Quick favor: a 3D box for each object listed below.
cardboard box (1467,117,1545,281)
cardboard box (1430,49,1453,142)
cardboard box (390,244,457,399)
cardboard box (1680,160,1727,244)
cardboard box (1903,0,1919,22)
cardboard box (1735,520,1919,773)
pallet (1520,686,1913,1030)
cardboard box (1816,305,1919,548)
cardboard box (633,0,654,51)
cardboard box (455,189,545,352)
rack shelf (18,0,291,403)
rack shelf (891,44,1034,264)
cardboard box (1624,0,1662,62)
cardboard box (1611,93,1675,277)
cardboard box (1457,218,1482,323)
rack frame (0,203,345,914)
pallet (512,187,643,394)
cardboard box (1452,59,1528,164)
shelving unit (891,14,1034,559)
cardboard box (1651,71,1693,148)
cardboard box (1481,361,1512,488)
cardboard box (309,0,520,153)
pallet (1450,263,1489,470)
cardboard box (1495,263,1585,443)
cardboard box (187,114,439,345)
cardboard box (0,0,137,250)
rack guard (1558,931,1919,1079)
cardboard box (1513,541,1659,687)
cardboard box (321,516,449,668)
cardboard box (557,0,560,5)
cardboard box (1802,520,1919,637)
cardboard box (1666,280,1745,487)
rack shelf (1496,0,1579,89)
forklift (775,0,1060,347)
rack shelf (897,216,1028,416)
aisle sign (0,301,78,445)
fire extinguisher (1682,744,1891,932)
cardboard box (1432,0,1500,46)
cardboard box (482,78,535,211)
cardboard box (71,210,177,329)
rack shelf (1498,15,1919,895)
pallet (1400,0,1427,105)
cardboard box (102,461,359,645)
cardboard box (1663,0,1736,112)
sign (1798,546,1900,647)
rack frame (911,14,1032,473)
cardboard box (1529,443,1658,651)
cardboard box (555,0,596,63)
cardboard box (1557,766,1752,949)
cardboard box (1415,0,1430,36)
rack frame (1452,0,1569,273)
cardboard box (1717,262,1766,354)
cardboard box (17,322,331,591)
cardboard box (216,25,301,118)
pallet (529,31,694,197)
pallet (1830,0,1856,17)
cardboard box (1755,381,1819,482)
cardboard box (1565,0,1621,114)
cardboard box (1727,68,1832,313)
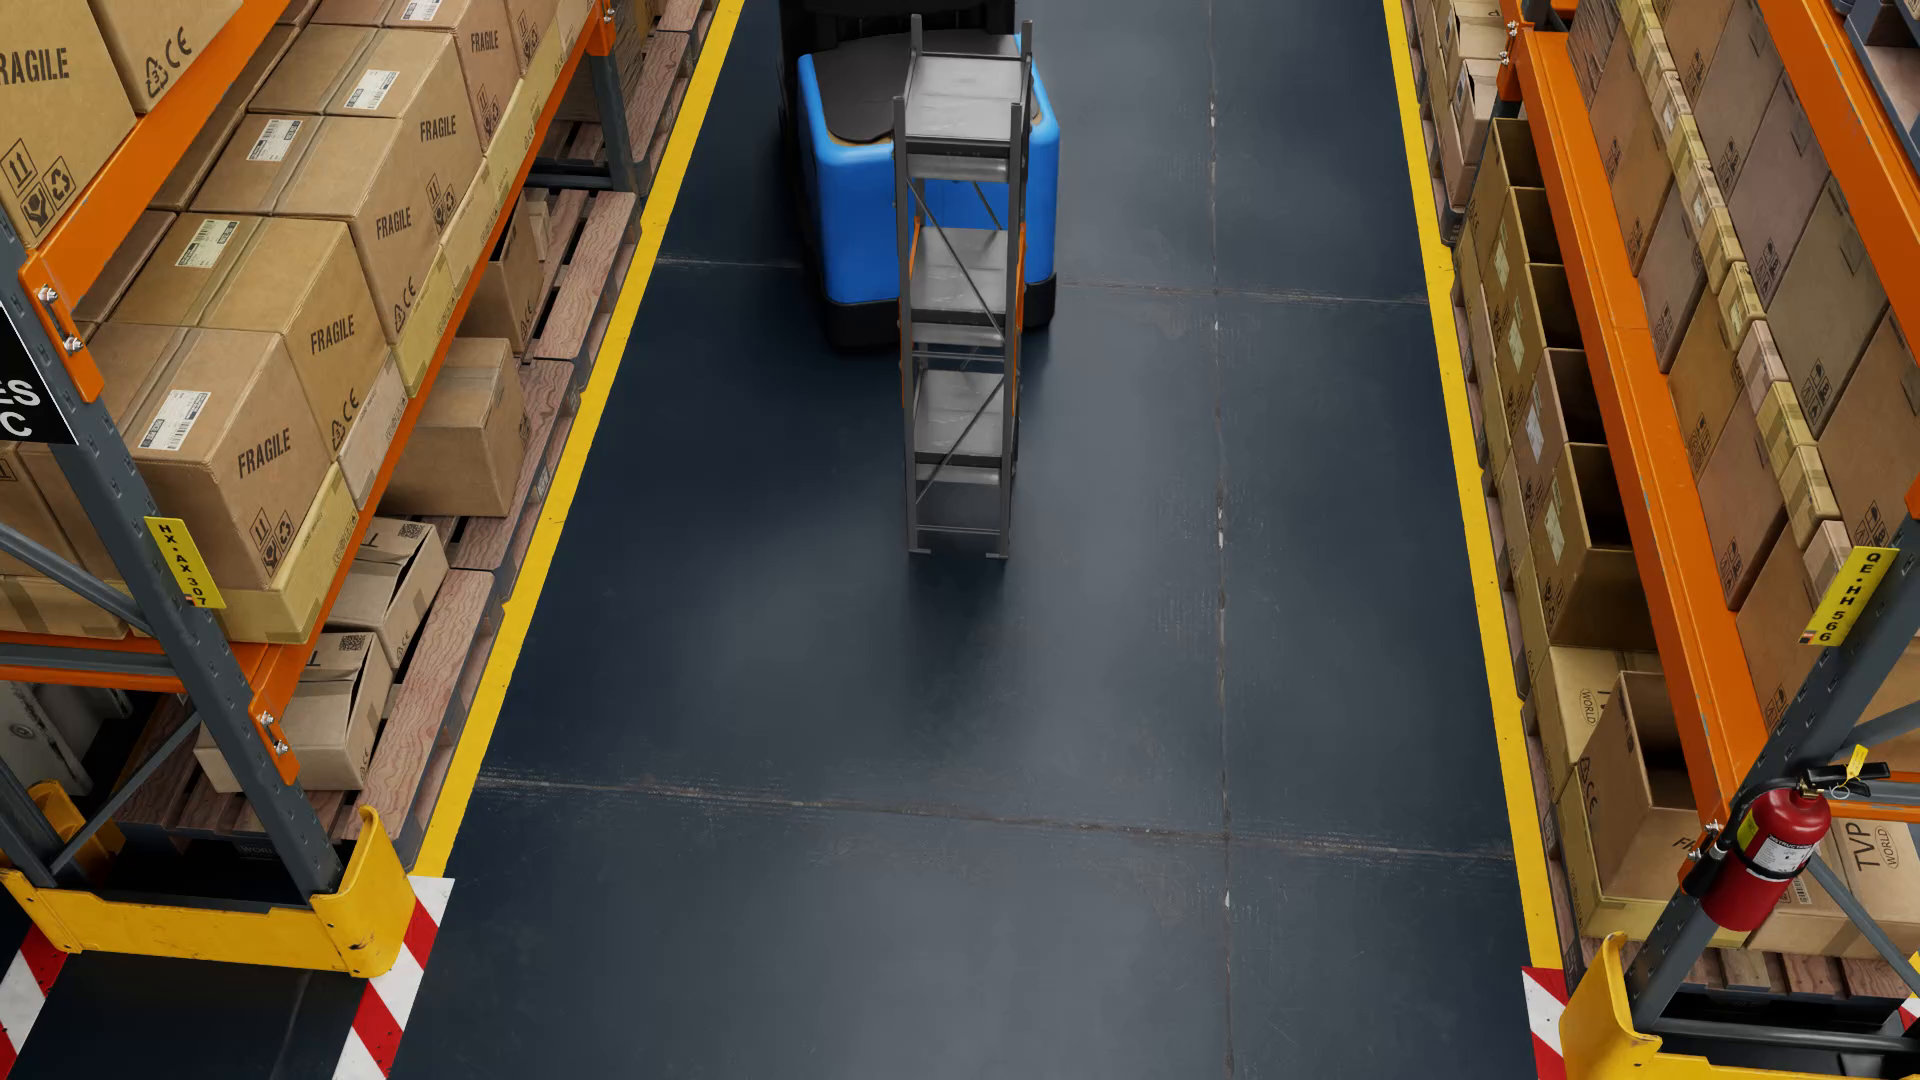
[{"bbox_3d":[2.503,-1.442,7.106,0.500,0.500,0.500,4,48,4],"label":"cardboard box"},{"bbox_3d":[2.654,-2.204,8.312,0.500,0.250,0.500,3,48,3],"label":"cardboard box"},{"bbox_3d":[-1.995,-0.736,5.478,0.500,0.250,0.500,3,48,3],"label":"cardboard box"},{"bbox_3d":[2.477,-1.042,5.162,0.380,0.149,0.250,3,48,3],"label":"cardboard box"},{"bbox_3d":[2.335,-1.370,3.660,0.500,0.250,0.500,4,48,4],"label":"cardboard box"},{"bbox_3d":[2.548,0.269,4.404,0.700,0.500,0.500,4,48,4],"label":"cardboard box"},{"bbox_3d":[2.520,1.021,5.673,1.003,0.211,1.213,4,48,4],"label":"pallet"},{"bbox_3d":[2.553,-0.208,3.961,0.700,0.500,0.500,4,48,4],"label":"cardboard box"},{"bbox_3d":[-2.029,-2.855,8.724,0.700,0.500,0.500,3,48,3],"label":"cardboard box"},{"bbox_3d":[-2.131,-1.165,7.178,0.500,0.500,0.500,1,48,1],"label":"cardboard box"},{"bbox_3d":[-2.259,-1.925,4.933,1.077,0.370,4.000,4,48,4],"label":"rack shelf"},{"bbox_3d":[0.015,-1.294,5.580,0.431,0.518,0.480,4,48,4],"label":"rack shelf"},{"bbox_3d":[2.573,-1.796,5.852,0.380,0.149,0.250,3,48,3],"label":"cardboard box"},{"bbox_3d":[2.732,-1.245,5.789,0.700,0.500,0.500,5,48,4],"label":"cardboard box"},{"bbox_3d":[2.513,-1.188,7.383,0.500,0.250,0.500,4,48,4],"label":"cardboard box"},{"bbox_3d":[-2.441,0.314,4.430,1.000,3.000,0.127,4,48,4],"label":"rack frame"},{"bbox_3d":[-2.102,-1.188,7.694,1.003,0.211,1.213,4,48,4],"label":"pallet"},{"bbox_3d":[2.608,-2.015,7.759,0.500,0.311,0.500,4,48,4],"label":"cardboard box"},{"bbox_3d":[0.015,-0.830,6.086,0.431,2.100,0.503,4,48,4],"label":"shelving unit"},{"bbox_3d":[2.526,-1.416,5.505,0.380,0.149,0.250,3,48,2],"label":"cardboard box"},{"bbox_3d":[2.411,-0.454,6.711,0.500,0.250,0.500,4,48,4],"label":"cardboard box"},{"bbox_3d":[-1.908,-1.730,5.879,0.500,0.500,0.500,3,48,2],"label":"cardboard box"},{"bbox_3d":[2.743,-0.772,7.313,1.003,0.211,1.213,4,48,4],"label":"pallet"},{"bbox_3d":[2.412,-0.707,6.434,0.500,0.500,0.500,4,48,4],"label":"cardboard box"},{"bbox_3d":[-1.990,-0.967,5.182,0.500,0.500,0.500,2,48,2],"label":"cardboard box"},{"bbox_3d":[-2.161,-0.967,3.488,0.500,0.500,0.500,5,48,5],"label":"cardboard box"},{"bbox_3d":[2.490,1.506,5.034,1.175,0.500,0.348,4,48,4],"label":"rack guard"},{"bbox_3d":[2.325,0.281,6.039,0.500,0.250,0.500,4,48,4],"label":"cardboard box"},{"bbox_3d":[-2.236,0.152,6.102,0.500,0.311,0.500,7,48,7],"label":"cardboard box"},{"bbox_3d":[-1.812,-2.466,6.553,0.500,0.500,0.500,4,48,3],"label":"cardboard box"},{"bbox_3d":[2.338,0.098,4.120,0.380,0.149,0.250,3,48,3],"label":"cardboard box"},{"bbox_3d":[2.642,-0.482,5.090,0.700,0.500,0.500,4,48,4],"label":"cardboard box"},{"bbox_3d":[3.039,-3.522,8.426,1.077,0.370,4.000,4,48,4],"label":"rack shelf"},{"bbox_3d":[-0.332,-2.958,7.470,1.130,2.935,3.031,-7,48,-7],"label":"forklift"},{"bbox_3d":[0.015,-0.821,6.097,0.431,0.518,0.480,4,48,4],"label":"rack shelf"},{"bbox_3d":[-2.149,-0.490,3.404,0.394,0.787,0.004,4,48,4],"label":"aisle sign"},{"bbox_3d":[2.019,0.726,4.105,0.296,0.674,0.183,4,48,4],"label":"fire extinguisher"},{"bbox_3d":[2.697,-2.764,8.444,0.500,0.311,0.500,4,48,3],"label":"cardboard box"},{"bbox_3d":[-1.902,-1.477,6.156,0.500,0.250,0.500,4,48,3],"label":"cardboard box"},{"bbox_3d":[-2.554,-0.625,4.869,0.500,0.500,0.500,4,48,4],"label":"cardboard box"},{"bbox_3d":[2.675,-0.582,5.737,1.077,0.370,4.000,4,48,4],"label":"rack shelf"},{"bbox_3d":[2.994,-2.797,9.165,1.003,0.211,1.213,4,48,4],"label":"pallet"},{"bbox_3d":[-2.080,0.021,4.786,0.500,0.250,0.500,3,48,2],"label":"cardboard box"},{"bbox_3d":[2.732,-1.700,5.326,0.700,0.500,0.500,4,48,4],"label":"cardboard box"},{"bbox_3d":[1.953,0.127,3.656,0.100,0.325,0.005,4,48,4],"label":"sign"},{"bbox_3d":[0.037,-1.010,6.250,0.400,2.100,0.015,4,48,4],"label":"rack frame"},{"bbox_3d":[2.322,0.028,5.762,0.500,0.500,0.500,4,48,4],"label":"cardboard box"},{"bbox_3d":[-1.818,-2.213,6.829,0.500,0.250,0.500,4,48,4],"label":"cardboard box"},{"bbox_3d":[2.247,1.017,5.366,0.500,0.250,0.500,4,48,4],"label":"cardboard box"},{"bbox_3d":[2.748,-2.954,8.998,0.500,0.250,0.500,5,48,4],"label":"cardboard box"},{"bbox_3d":[2.857,-2.295,6.816,1.000,3.000,0.127,4,48,4],"label":"rack frame"},{"bbox_3d":[2.432,-0.660,4.813,0.380,0.149,0.250,5,48,5],"label":"cardboard box"},{"bbox_3d":[-2.098,-0.226,4.503,0.500,0.500,0.500,4,48,4],"label":"cardboard box"},{"bbox_3d":[-2.465,-1.375,5.555,0.500,0.500,0.500,4,48,4],"label":"cardboard box"},{"bbox_3d":[-2.007,-2.256,8.670,1.003,0.211,1.213,4,48,4],"label":"pallet"},{"bbox_3d":[2.691,-1.755,4.349,1.003,0.211,1.213,4,48,4],"label":"pallet"},{"bbox_3d":[2.383,-0.282,4.468,0.380,0.149,0.250,3,48,3],"label":"cardboard box"},{"bbox_3d":[2.823,-2.002,6.480,0.700,0.500,0.500,3,48,3],"label":"cardboard box"},{"bbox_3d":[2.640,-0.965,4.653,0.700,0.500,0.500,4,48,4],"label":"cardboard box"}]
